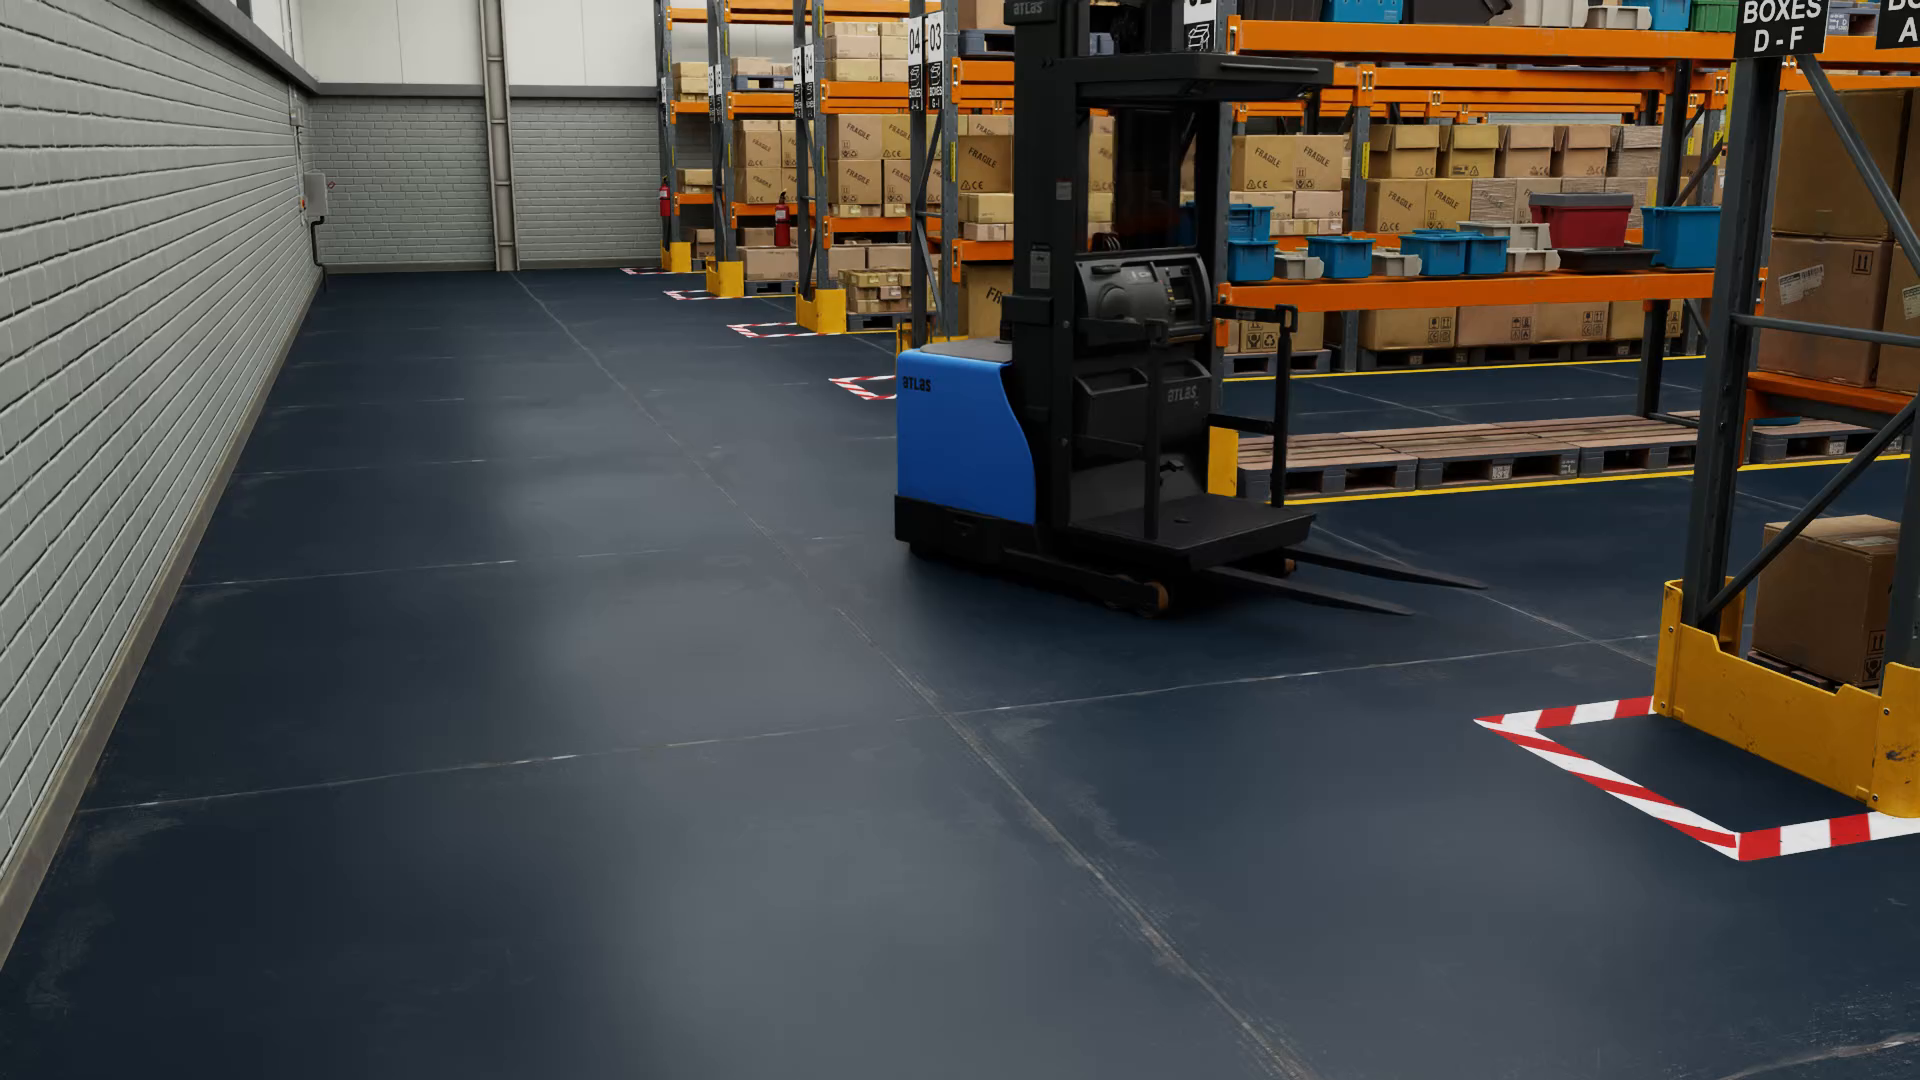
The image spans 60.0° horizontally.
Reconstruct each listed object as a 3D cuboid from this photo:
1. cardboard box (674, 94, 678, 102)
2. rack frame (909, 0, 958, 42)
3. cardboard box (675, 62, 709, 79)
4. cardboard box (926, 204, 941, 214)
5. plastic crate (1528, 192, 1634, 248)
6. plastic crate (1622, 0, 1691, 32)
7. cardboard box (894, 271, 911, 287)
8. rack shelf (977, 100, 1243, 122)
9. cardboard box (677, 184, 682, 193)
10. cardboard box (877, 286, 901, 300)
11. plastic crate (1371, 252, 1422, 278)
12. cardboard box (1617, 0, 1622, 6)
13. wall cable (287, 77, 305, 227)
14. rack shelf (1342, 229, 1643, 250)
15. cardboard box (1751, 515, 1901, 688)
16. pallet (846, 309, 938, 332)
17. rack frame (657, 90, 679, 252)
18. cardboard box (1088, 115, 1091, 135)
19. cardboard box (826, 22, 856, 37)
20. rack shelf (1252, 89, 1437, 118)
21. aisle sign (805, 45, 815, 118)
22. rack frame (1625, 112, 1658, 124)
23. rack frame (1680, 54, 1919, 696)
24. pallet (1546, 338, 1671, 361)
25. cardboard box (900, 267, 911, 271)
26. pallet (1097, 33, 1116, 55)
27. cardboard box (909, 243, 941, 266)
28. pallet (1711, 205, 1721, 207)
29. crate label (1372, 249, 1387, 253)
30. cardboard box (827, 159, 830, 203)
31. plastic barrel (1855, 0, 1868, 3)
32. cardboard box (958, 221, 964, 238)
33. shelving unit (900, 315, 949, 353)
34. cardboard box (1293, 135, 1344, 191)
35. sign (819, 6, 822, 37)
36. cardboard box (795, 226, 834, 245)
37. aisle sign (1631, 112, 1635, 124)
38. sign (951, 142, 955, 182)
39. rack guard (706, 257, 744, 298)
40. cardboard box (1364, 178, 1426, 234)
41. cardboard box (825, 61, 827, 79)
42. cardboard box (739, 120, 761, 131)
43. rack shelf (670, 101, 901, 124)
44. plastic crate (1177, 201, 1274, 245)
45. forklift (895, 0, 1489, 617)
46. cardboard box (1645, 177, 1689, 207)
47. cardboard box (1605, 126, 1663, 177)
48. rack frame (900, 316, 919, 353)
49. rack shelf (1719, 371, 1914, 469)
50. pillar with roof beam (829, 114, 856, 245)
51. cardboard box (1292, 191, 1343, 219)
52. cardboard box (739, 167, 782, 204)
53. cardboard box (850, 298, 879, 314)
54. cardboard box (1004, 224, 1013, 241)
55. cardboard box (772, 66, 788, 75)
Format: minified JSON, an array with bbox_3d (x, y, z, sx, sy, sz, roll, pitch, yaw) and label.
[{"bbox_3d":[-4.750,-7.538,28.412,0.250,0.149,0.380,-4,14,-17],"label":"cardboard box"},{"bbox_3d":[-0.233,-5.783,14.010,0.127,3.000,1.000,-4,14,-18],"label":"rack frame"},{"bbox_3d":[-4.479,-7.878,27.901,0.500,0.250,0.500,-5,14,-19],"label":"cardboard box"},{"bbox_3d":[-0.340,-3.890,19.556,0.250,0.149,0.380,-5,14,-19],"label":"cardboard box"},{"bbox_3d":[4.212,-2.123,11.318,0.583,0.464,0.402,-4,14,-18],"label":"plastic crate"},{"bbox_3d":[4.377,-3.314,10.474,0.300,0.233,0.416,-4,14,-18],"label":"plastic crate"},{"bbox_3d":[-0.611,-3.068,19.527,0.250,0.149,0.380,-4,14,-18],"label":"cardboard box"},{"bbox_3d":[2.293,-6.590,25.439,4.000,0.370,1.077,-4,14,-18],"label":"rack shelf"},{"bbox_3d":[-4.751,-6.088,28.797,0.250,0.149,0.380,-5,14,-19],"label":"cardboard box"},{"bbox_3d":[-0.863,-2.912,19.514,0.250,0.149,0.380,-5,14,-18],"label":"cardboard box"},{"bbox_3d":[2.659,-1.681,10.167,0.298,0.136,0.250,-4,14,-18],"label":"plastic crate"},{"bbox_3d":[6.794,-5.108,16.523,0.637,0.503,0.797,-4,14,-15],"label":"cardboard box"},{"bbox_3d":[-8.730,-5.126,21.949,0.123,1.953,0.585,-4,14,-18],"label":"wall cable"},{"bbox_3d":[5.454,-2.958,16.649,4.000,0.370,1.077,-4,14,-18],"label":"rack shelf"},{"bbox_3d":[3.360,0.216,6.203,0.500,0.500,0.500,-4,14,-18],"label":"cardboard box"},{"bbox_3d":[-0.866,-2.661,19.874,1.213,0.211,1.003,-4,14,-18],"label":"pallet"},{"bbox_3d":[-4.980,-6.127,28.417,0.127,3.000,1.000,-4,14,-18],"label":"rack frame"},{"bbox_3d":[1.225,-4.802,19.828,0.500,0.500,0.500,-5,14,-20],"label":"cardboard box"},{"bbox_3d":[-1.339,-5.757,18.766,0.250,0.149,0.380,-5,14,-19],"label":"cardboard box"},{"bbox_3d":[3.968,-5.512,20.907,4.000,0.370,1.077,-4,14,-18],"label":"rack shelf"},{"bbox_3d":[-1.692,-5.153,18.709,0.004,0.787,0.394,-4,14,-18],"label":"aisle sign"},{"bbox_3d":[11.771,-6.219,28.806,0.127,3.000,1.000,-4,14,-18],"label":"rack frame"},{"bbox_3d":[2.923,-0.692,5.569,0.127,3.000,1.000,-4,14,-18],"label":"rack frame"},{"bbox_3d":[6.578,-2.057,17.334,1.213,0.211,1.003,-4,14,-18],"label":"pallet"},{"bbox_3d":[-0.571,-3.220,20.164,0.250,0.149,0.380,-5,14,-20],"label":"cardboard box"},{"bbox_3d":[1.625,-4.429,14.989,1.213,0.211,1.003,-4,14,-18],"label":"pallet"},{"bbox_3d":[-0.232,-4.268,25.235,0.875,0.438,0.875,-5,14,-19],"label":"cardboard box"},{"bbox_3d":[7.991,-3.438,17.528,1.003,0.211,1.213,-4,14,-18],"label":"pallet"},{"bbox_3d":[2.598,-1.823,10.766,0.243,0.136,0.396,-4,14,-18],"label":"crate label"},{"bbox_3d":[-1.375,-4.243,19.640,0.500,0.500,0.500,-4,14,-17],"label":"cardboard box"},{"bbox_3d":[5.938,-3.941,11.431,0.600,0.588,0.600,0,13,0],"label":"plastic barrel"},{"bbox_3d":[0.000,-2.841,15.147,0.250,0.149,0.380,-4,14,-17],"label":"cardboard box"},{"bbox_3d":[-0.194,-0.627,9.188,0.189,1.200,0.258,-6,15,-25],"label":"shelving unit"},{"bbox_3d":[3.208,-3.504,15.452,0.500,0.500,0.500,-4,14,-16],"label":"cardboard box"},{"bbox_3d":[-1.546,-5.725,18.360,0.005,0.325,0.100,-4,14,-18],"label":"sign"},{"bbox_3d":[-2.564,-5.270,29.312,0.500,0.500,0.700,-5,14,-20],"label":"cardboard box"},{"bbox_3d":[11.731,-7.556,28.810,0.004,0.787,0.394,-4,14,-18],"label":"aisle sign"},{"bbox_3d":[-0.061,-3.202,14.081,0.005,0.325,0.100,-4,14,-18],"label":"sign"},{"bbox_3d":[-3.416,-3.820,24.123,0.348,0.500,1.175,-4,14,-18],"label":"rack guard"},{"bbox_3d":[4.074,-3.188,15.846,0.500,0.500,0.500,-4,14,-18],"label":"cardboard box"},{"bbox_3d":[-1.372,-5.438,19.364,0.500,0.250,0.500,-5,14,-19],"label":"cardboard box"},{"bbox_3d":[-2.969,-5.854,23.494,0.250,0.149,0.380,-4,14,-17],"label":"cardboard box"},{"bbox_3d":[-3.084,-7.383,28.774,4.000,0.370,1.077,-4,14,-18],"label":"rack shelf"},{"bbox_3d":[1.605,-1.890,10.402,0.499,0.435,0.616,-4,14,-18],"label":"plastic crate"},{"bbox_3d":[1.041,-1.204,7.871,1.130,2.935,3.031,-13,18,-43],"label":"forklift"},{"bbox_3d":[6.961,-3.413,16.793,0.500,0.500,0.500,-4,14,-16],"label":"cardboard box"},{"bbox_3d":[6.651,-3.941,16.847,0.637,0.503,0.797,-4,14,-16],"label":"cardboard box"},{"bbox_3d":[-0.276,-0.618,9.150,0.006,1.200,0.240,-6,15,-25],"label":"rack frame"},{"bbox_3d":[4.819,-0.489,6.273,4.000,0.370,1.077,-4,14,-18],"label":"rack shelf"},{"bbox_3d":[-0.763,-8.542,25.610,0.400,9.000,9.100,-4,14,-18],"label":"pillar with roof beam"},{"bbox_3d":[3.224,-3.141,15.549,0.500,0.250,0.500,-5,14,-19],"label":"cardboard box"},{"bbox_3d":[-2.847,-5.059,23.714,0.500,0.500,0.500,-5,14,-19],"label":"cardboard box"},{"bbox_3d":[-1.120,-2.746,19.457,0.250,0.149,0.380,-4,14,-17],"label":"cardboard box"},{"bbox_3d":[0.452,-2.716,14.620,0.250,0.149,0.380,-5,14,-19],"label":"cardboard box"},{"bbox_3d":[-2.624,-6.730,23.890,0.250,0.149,0.380,-6,14,-22],"label":"cardboard box"}]
